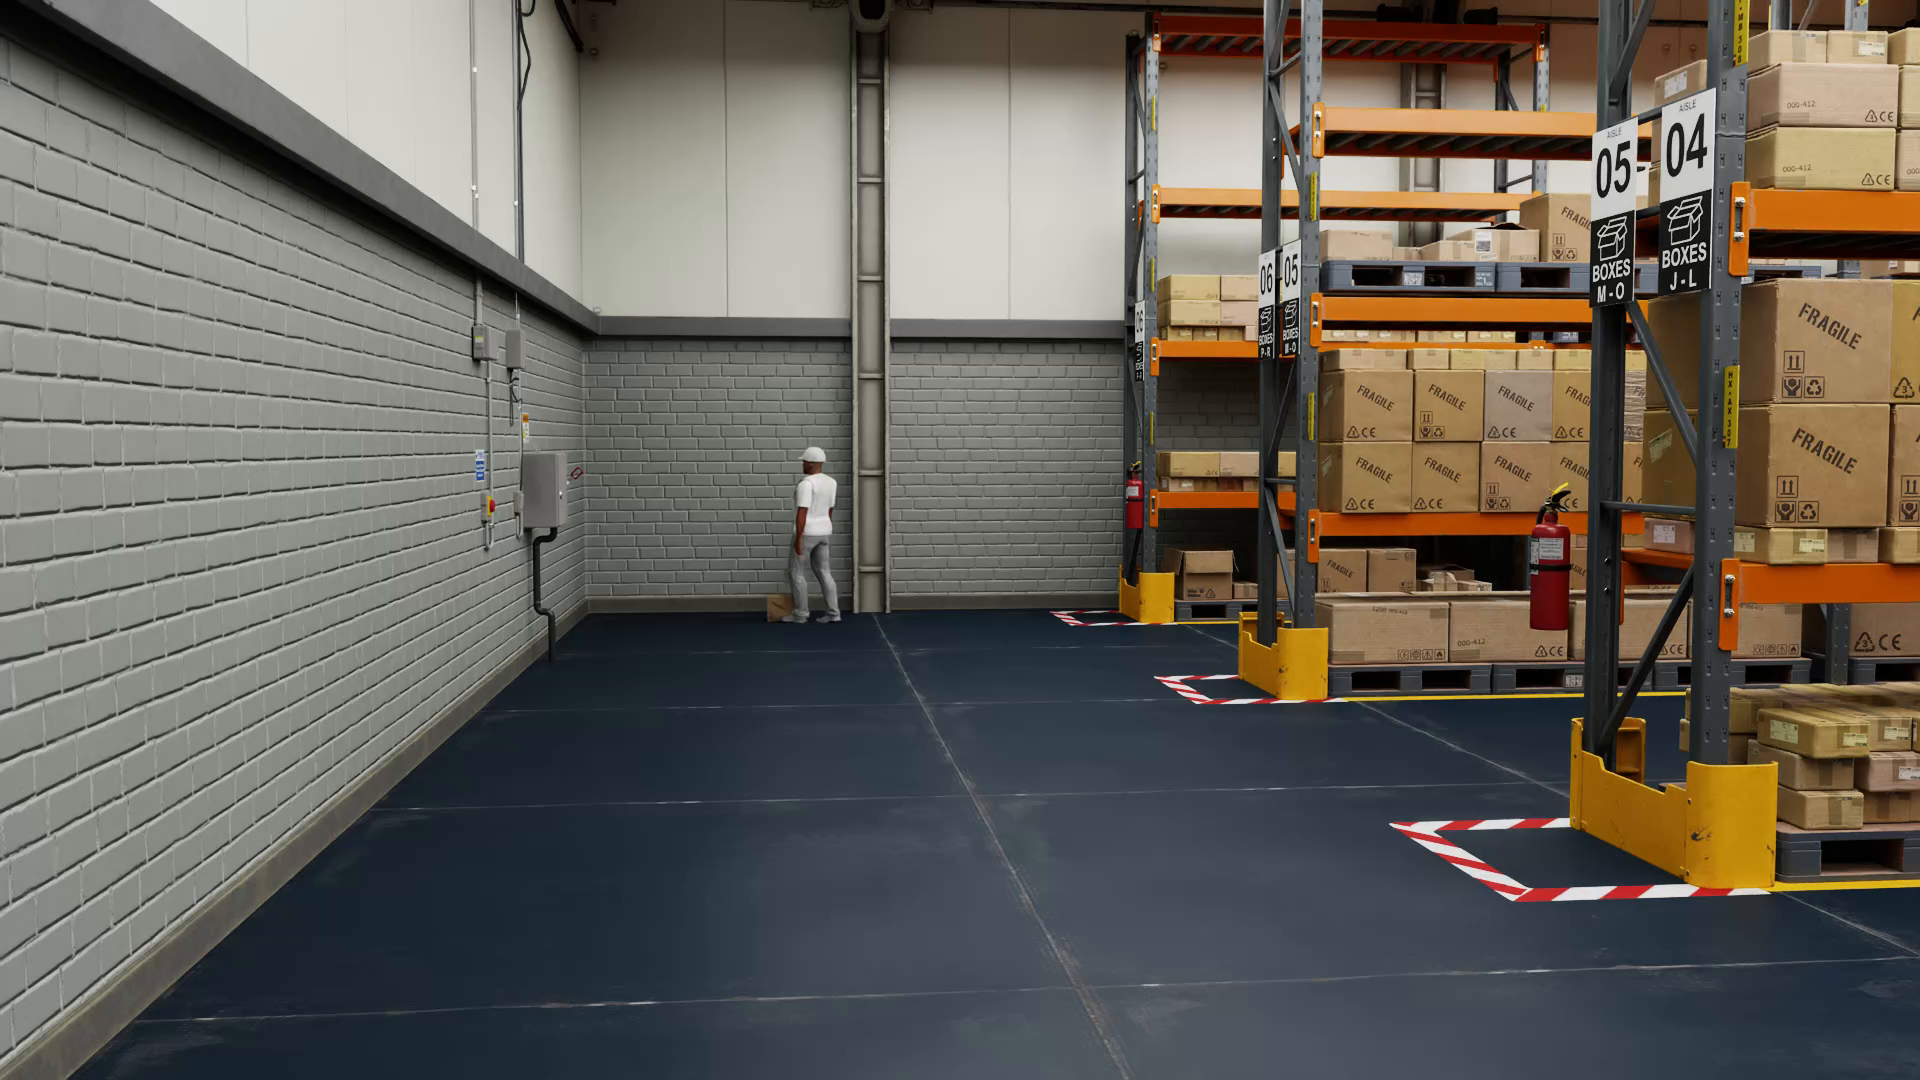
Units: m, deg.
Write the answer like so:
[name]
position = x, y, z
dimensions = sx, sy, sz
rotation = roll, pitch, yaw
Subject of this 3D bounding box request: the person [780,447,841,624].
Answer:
[person]
position = -1.494, -0.037, 16.549
dimensions = 0.567, 1.776, 0.568
rotation = 2, 4, 33
